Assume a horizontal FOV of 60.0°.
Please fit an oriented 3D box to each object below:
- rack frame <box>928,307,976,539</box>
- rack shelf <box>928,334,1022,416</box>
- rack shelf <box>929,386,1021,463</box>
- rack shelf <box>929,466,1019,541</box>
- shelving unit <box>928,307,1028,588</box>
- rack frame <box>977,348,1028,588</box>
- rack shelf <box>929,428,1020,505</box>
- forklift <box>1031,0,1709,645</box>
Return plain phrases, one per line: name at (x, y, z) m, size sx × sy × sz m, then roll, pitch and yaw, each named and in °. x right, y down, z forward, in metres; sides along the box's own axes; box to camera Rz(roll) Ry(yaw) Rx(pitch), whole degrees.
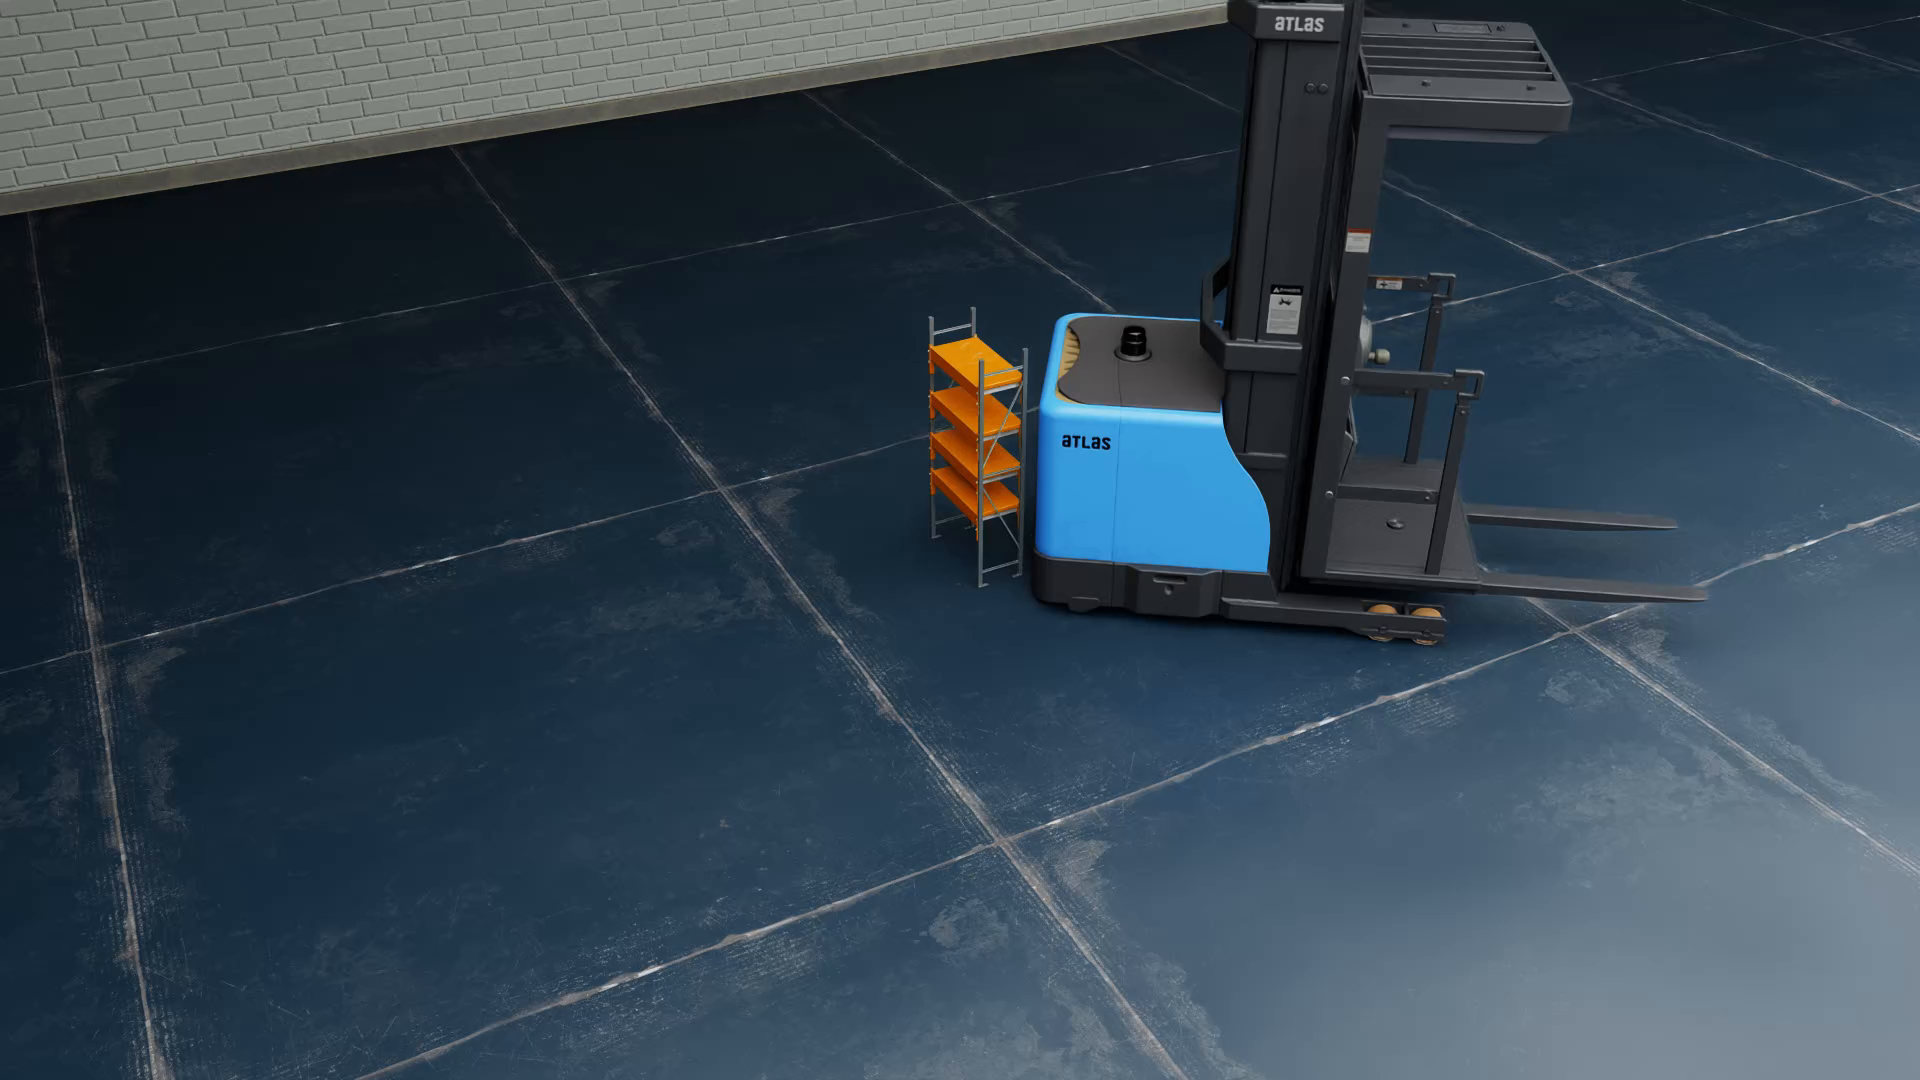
rack frame at (-0.037, -0.543, 7.985) m, size 0.240 × 1.200 × 0.015 m, roll -16°, pitch 36°, yaw -23°
rack shelf at (0.077, -0.757, 7.591) m, size 0.258 × 0.148 × 0.480 m, roll -16°, pitch 36°, yaw -23°
rack shelf at (0.077, -0.558, 7.719) m, size 0.258 × 0.148 × 0.480 m, roll -16°, pitch 36°, yaw -23°
rack shelf at (0.077, -0.202, 7.946) m, size 0.258 × 0.148 × 0.480 m, roll -16°, pitch 36°, yaw -23°
shelving unit at (0.077, -0.426, 7.803) m, size 0.258 × 1.200 × 0.503 m, roll -16°, pitch 36°, yaw -23°
rack frame at (0.191, -0.310, 7.621) m, size 0.240 × 1.200 × 0.015 m, roll -16°, pitch 36°, yaw -23°
rack shelf at (0.077, -0.370, 7.839) m, size 0.258 × 0.148 × 0.480 m, roll -16°, pitch 36°, yaw -23°
forklift at (1.889, -1.067, 7.198) m, size 3.031 × 2.935 × 1.130 m, roll 4°, pitch 33°, yaw 6°
